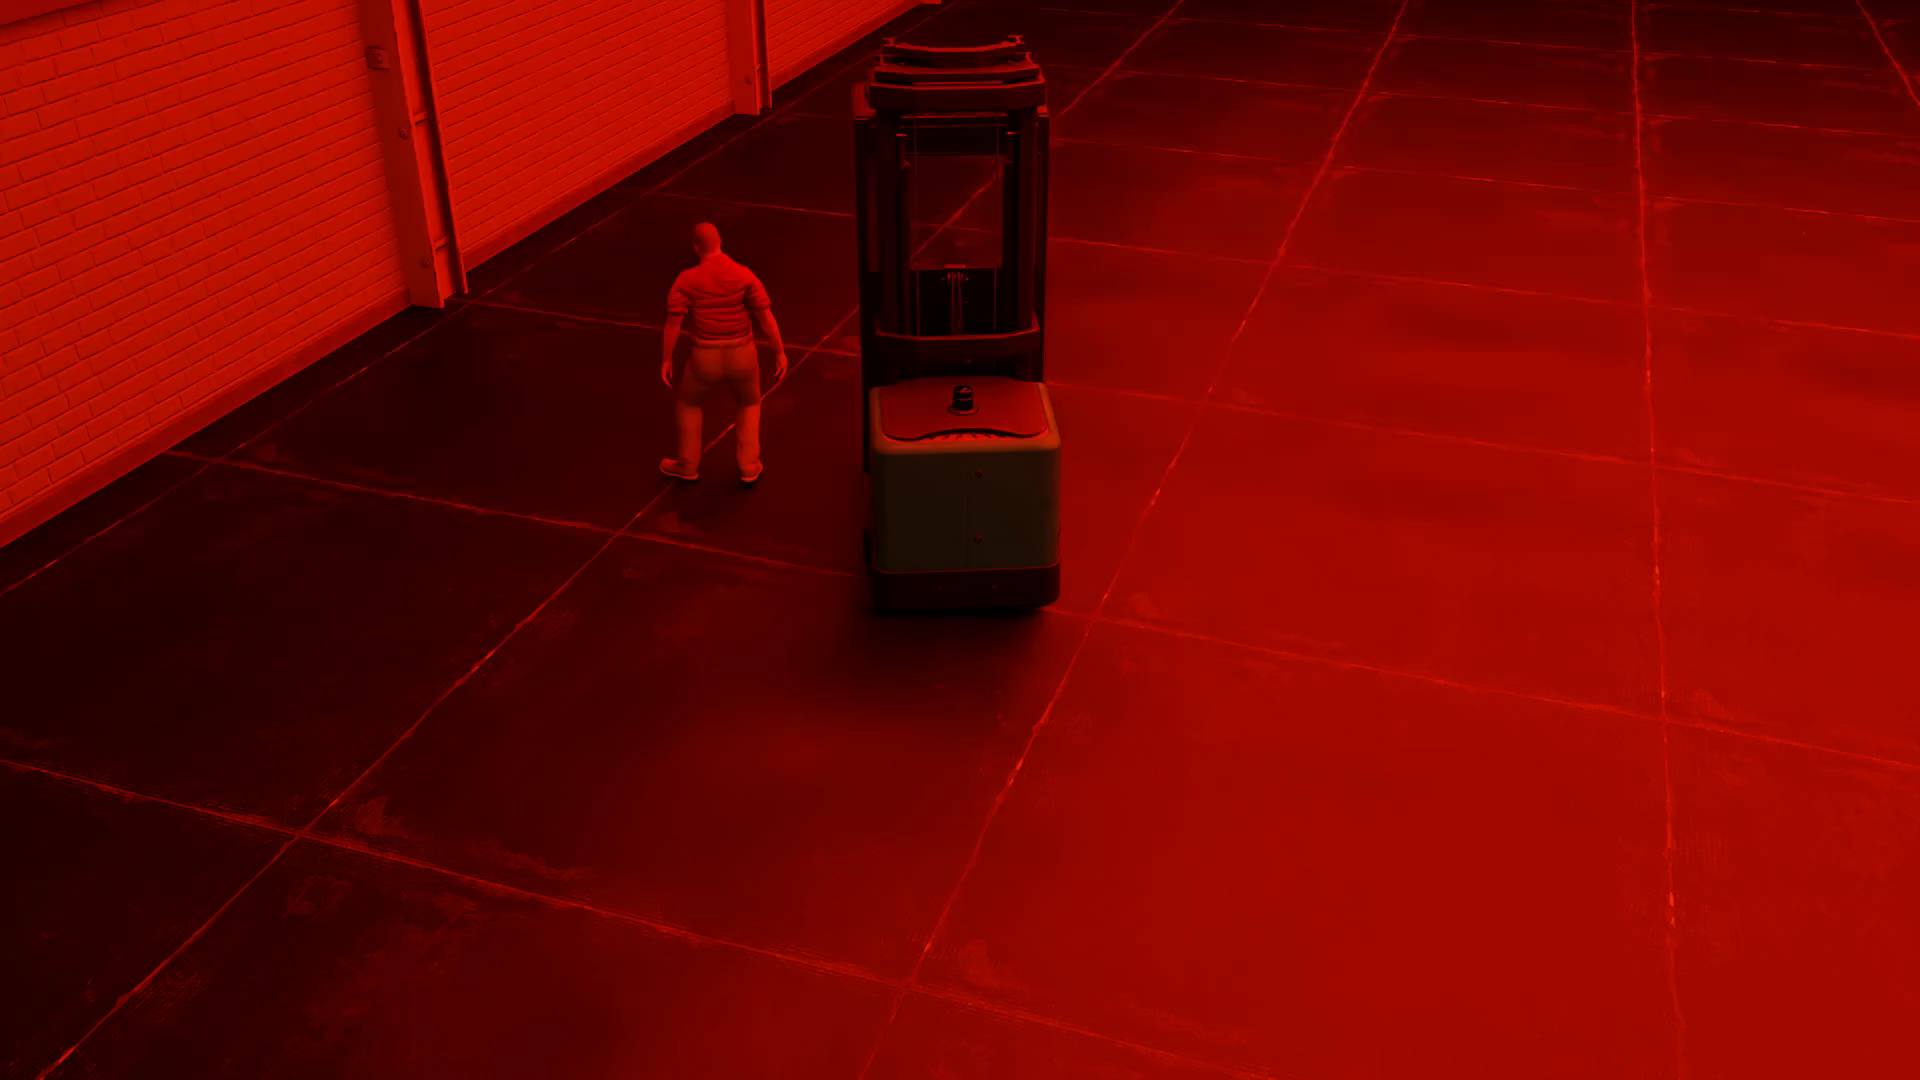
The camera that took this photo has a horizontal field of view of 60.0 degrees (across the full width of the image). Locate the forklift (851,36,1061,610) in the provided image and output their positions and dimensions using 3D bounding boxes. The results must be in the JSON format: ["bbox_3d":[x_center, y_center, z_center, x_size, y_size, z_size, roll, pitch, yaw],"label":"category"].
[{"bbox_3d":[-0.064,-1.583,9.914,1.130,2.935,3.031,-2,30,-4],"label":"forklift"}]

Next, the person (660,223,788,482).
[{"bbox_3d":[-1.517,-1.146,10.395,0.871,1.691,0.400,-3,30,-5],"label":"person"}]
